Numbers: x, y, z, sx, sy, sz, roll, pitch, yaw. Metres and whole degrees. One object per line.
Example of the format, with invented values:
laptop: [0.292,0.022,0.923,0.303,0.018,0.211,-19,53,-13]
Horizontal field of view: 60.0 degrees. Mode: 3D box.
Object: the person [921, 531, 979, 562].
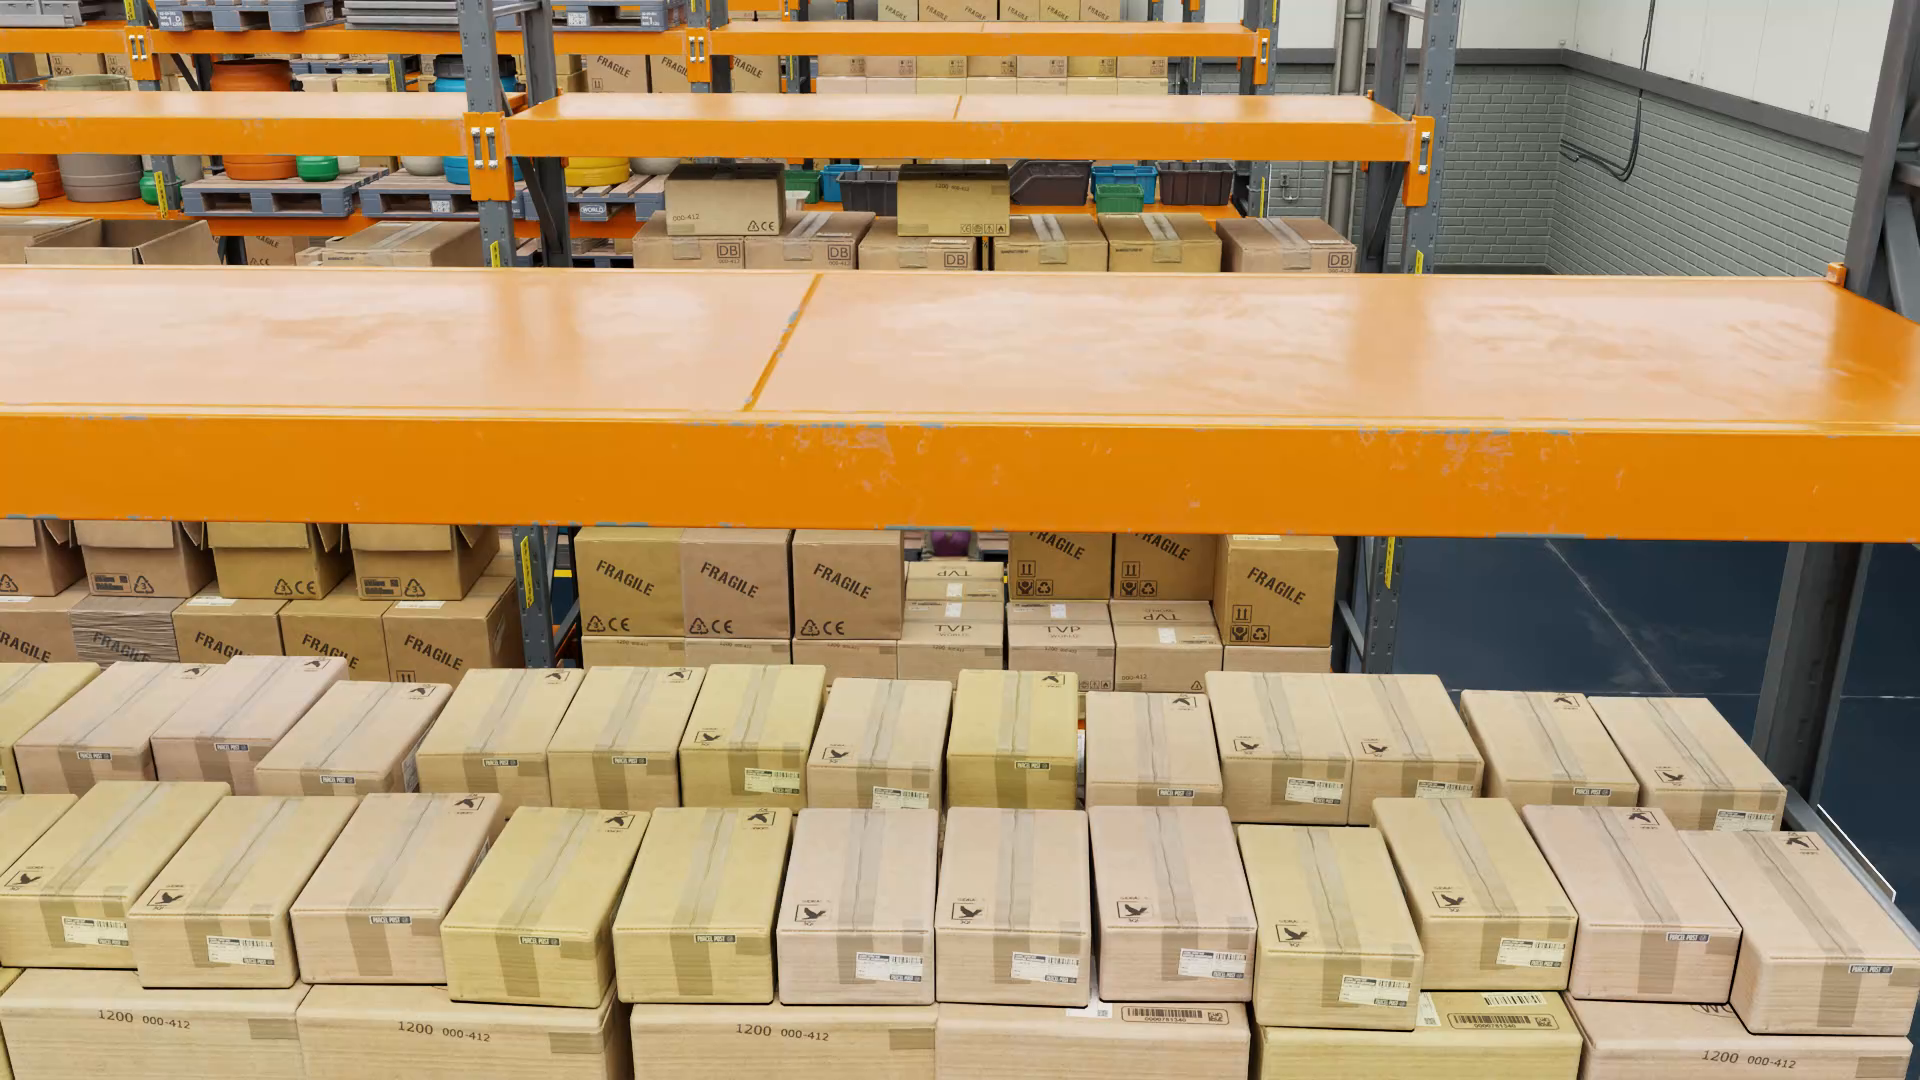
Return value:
person: [-0.061,0.314,10.796,0.374,1.594,0.512,0,21,1]
